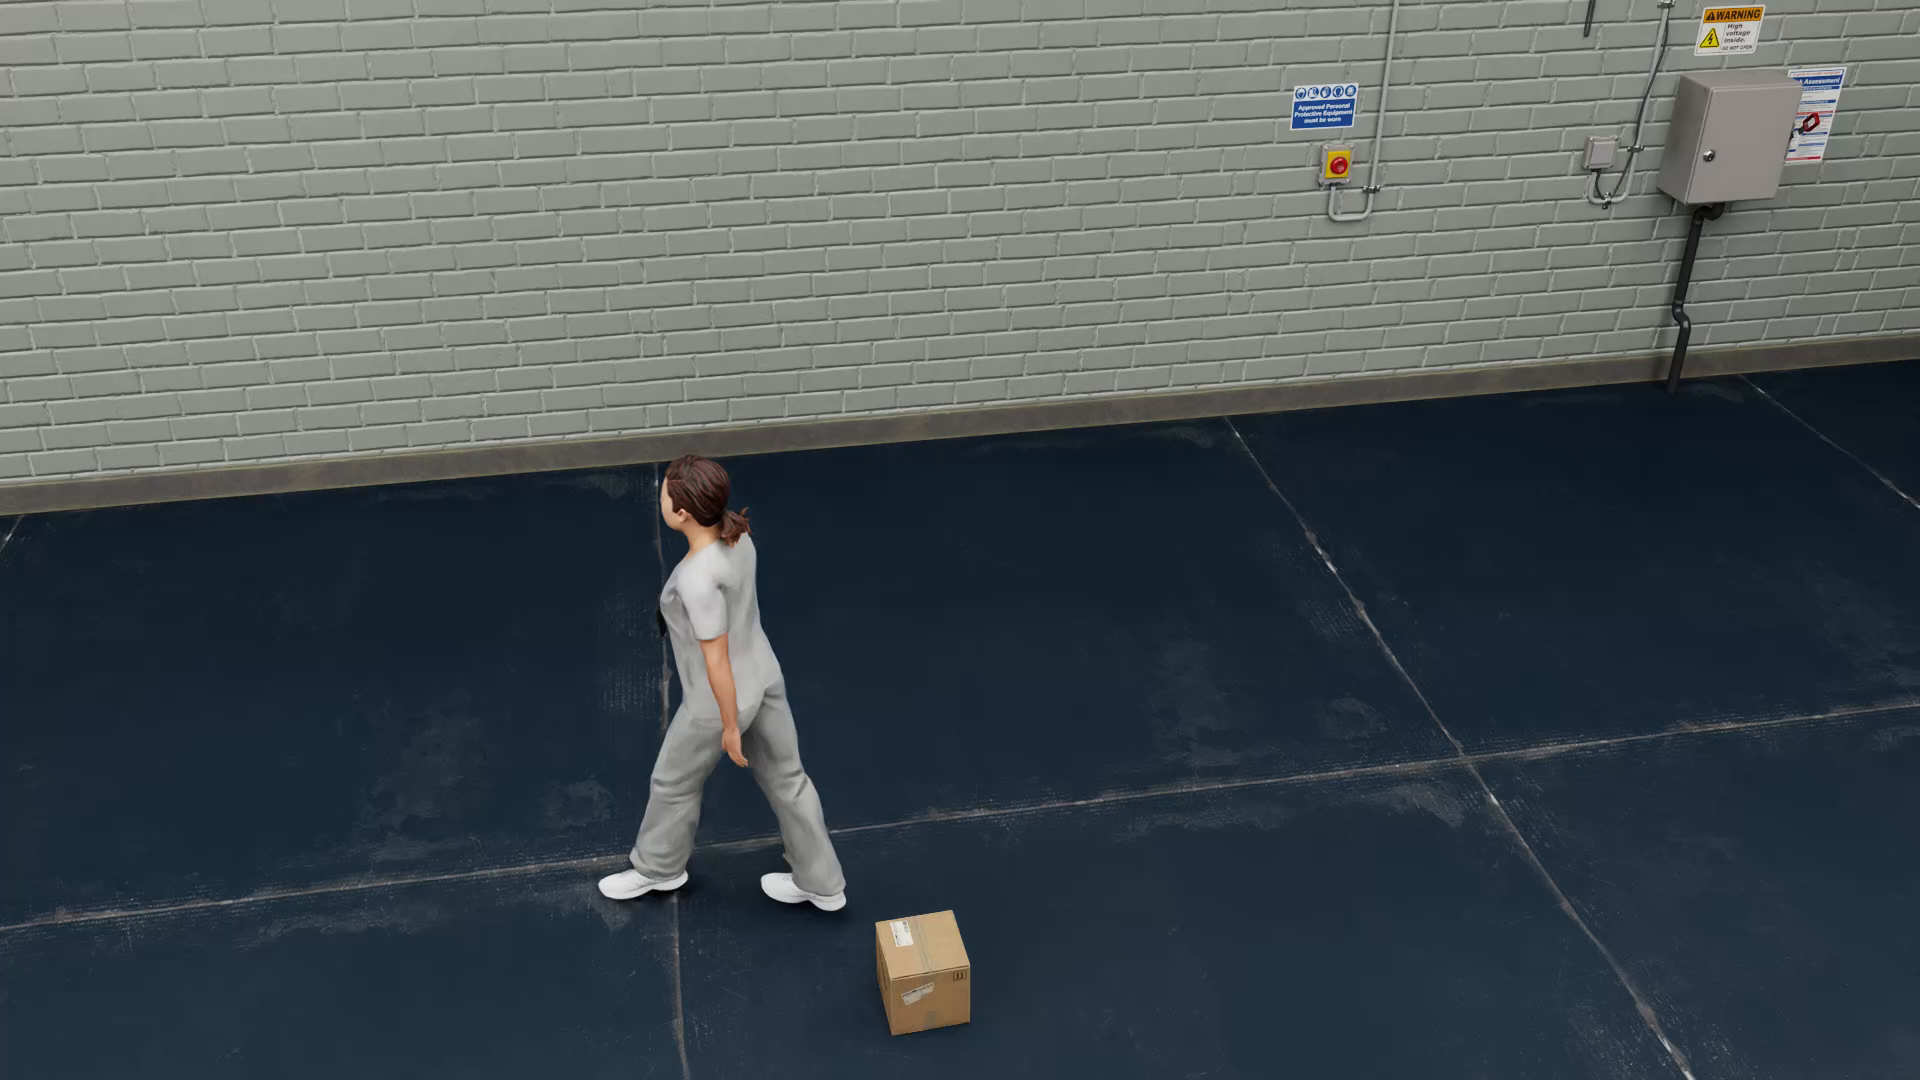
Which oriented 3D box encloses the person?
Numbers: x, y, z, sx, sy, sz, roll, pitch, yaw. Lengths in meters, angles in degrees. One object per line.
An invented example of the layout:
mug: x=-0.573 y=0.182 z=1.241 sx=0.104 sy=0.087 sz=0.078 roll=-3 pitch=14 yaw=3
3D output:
person: x=-0.776 y=0.478 z=5.333 sx=0.844 sy=1.647 sz=0.454 roll=11 pitch=33 yaw=18
